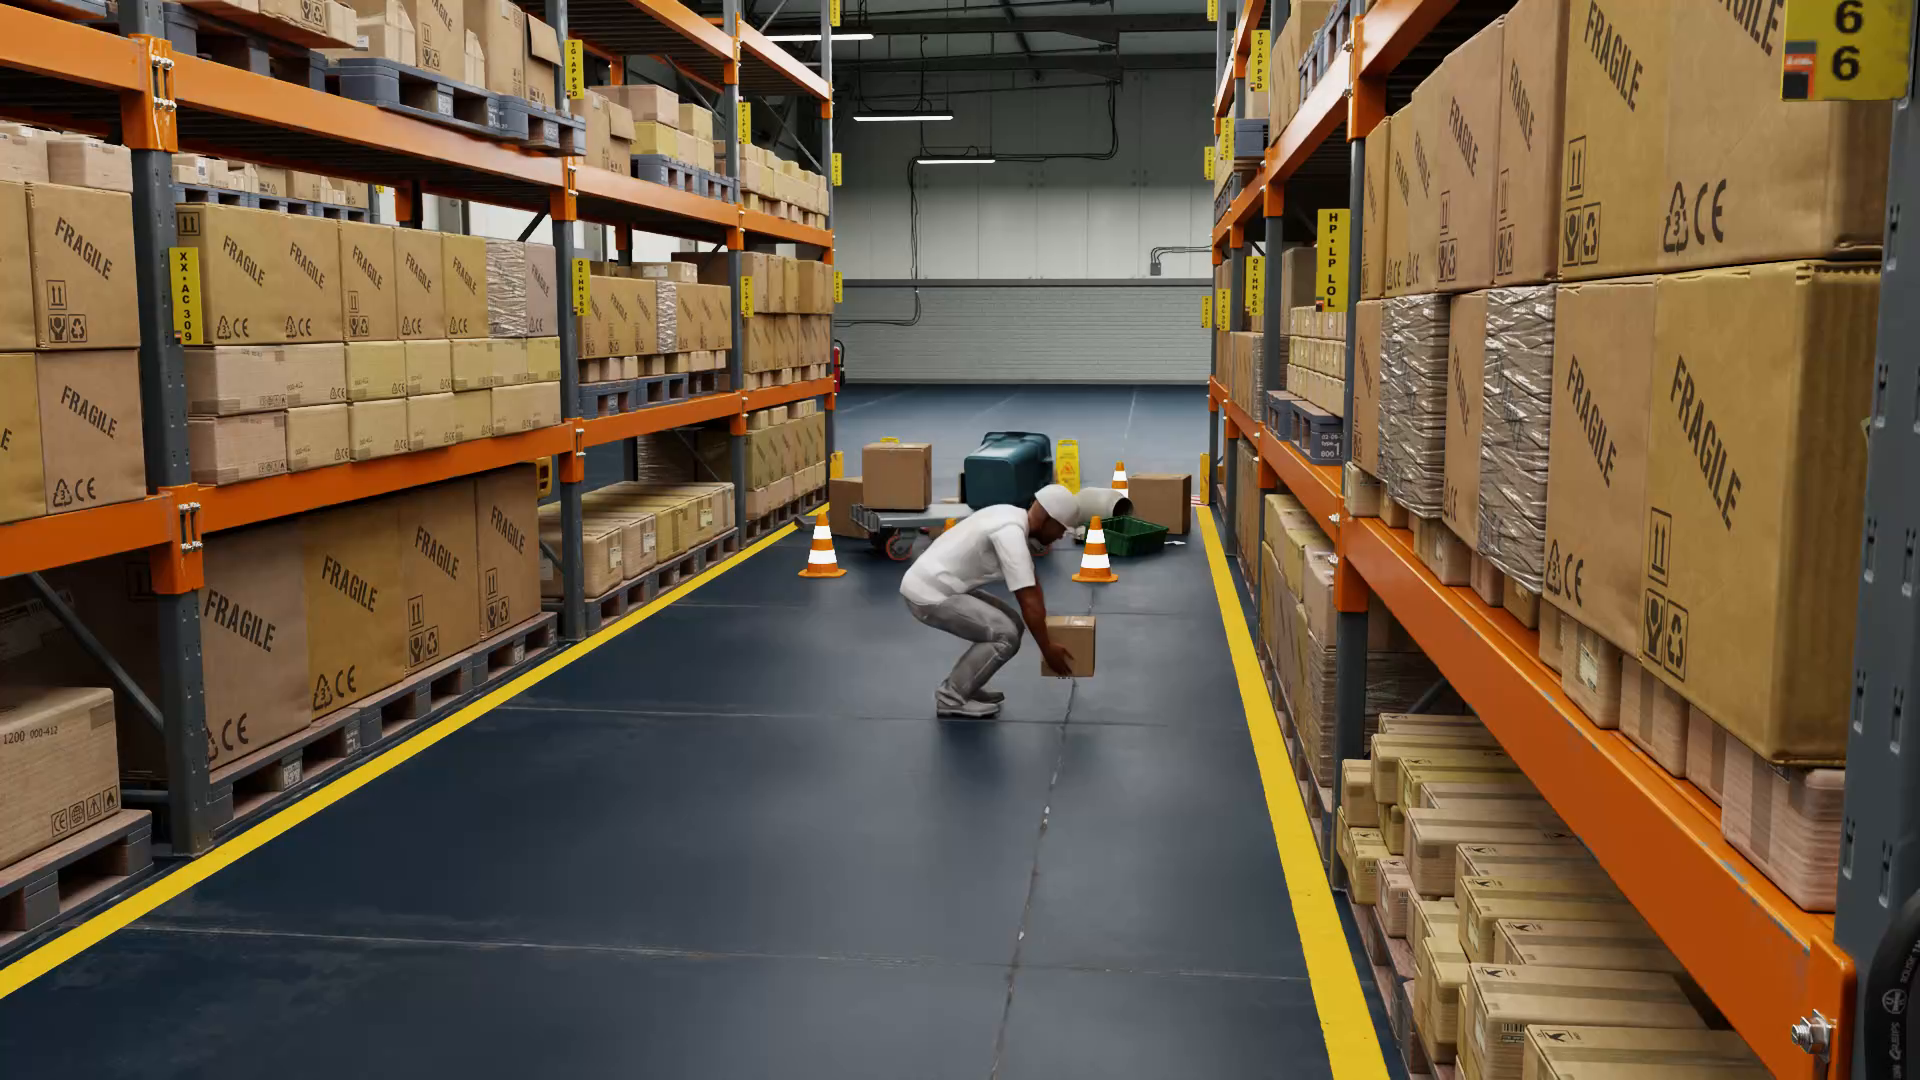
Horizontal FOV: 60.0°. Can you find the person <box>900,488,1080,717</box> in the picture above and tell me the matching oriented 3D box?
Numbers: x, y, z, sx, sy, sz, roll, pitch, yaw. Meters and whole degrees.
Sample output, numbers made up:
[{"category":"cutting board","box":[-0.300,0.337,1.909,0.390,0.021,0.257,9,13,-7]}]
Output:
[{"category":"person","box":[0.152,0.288,8.114,0.867,1.091,0.599,1,8,6]}]
